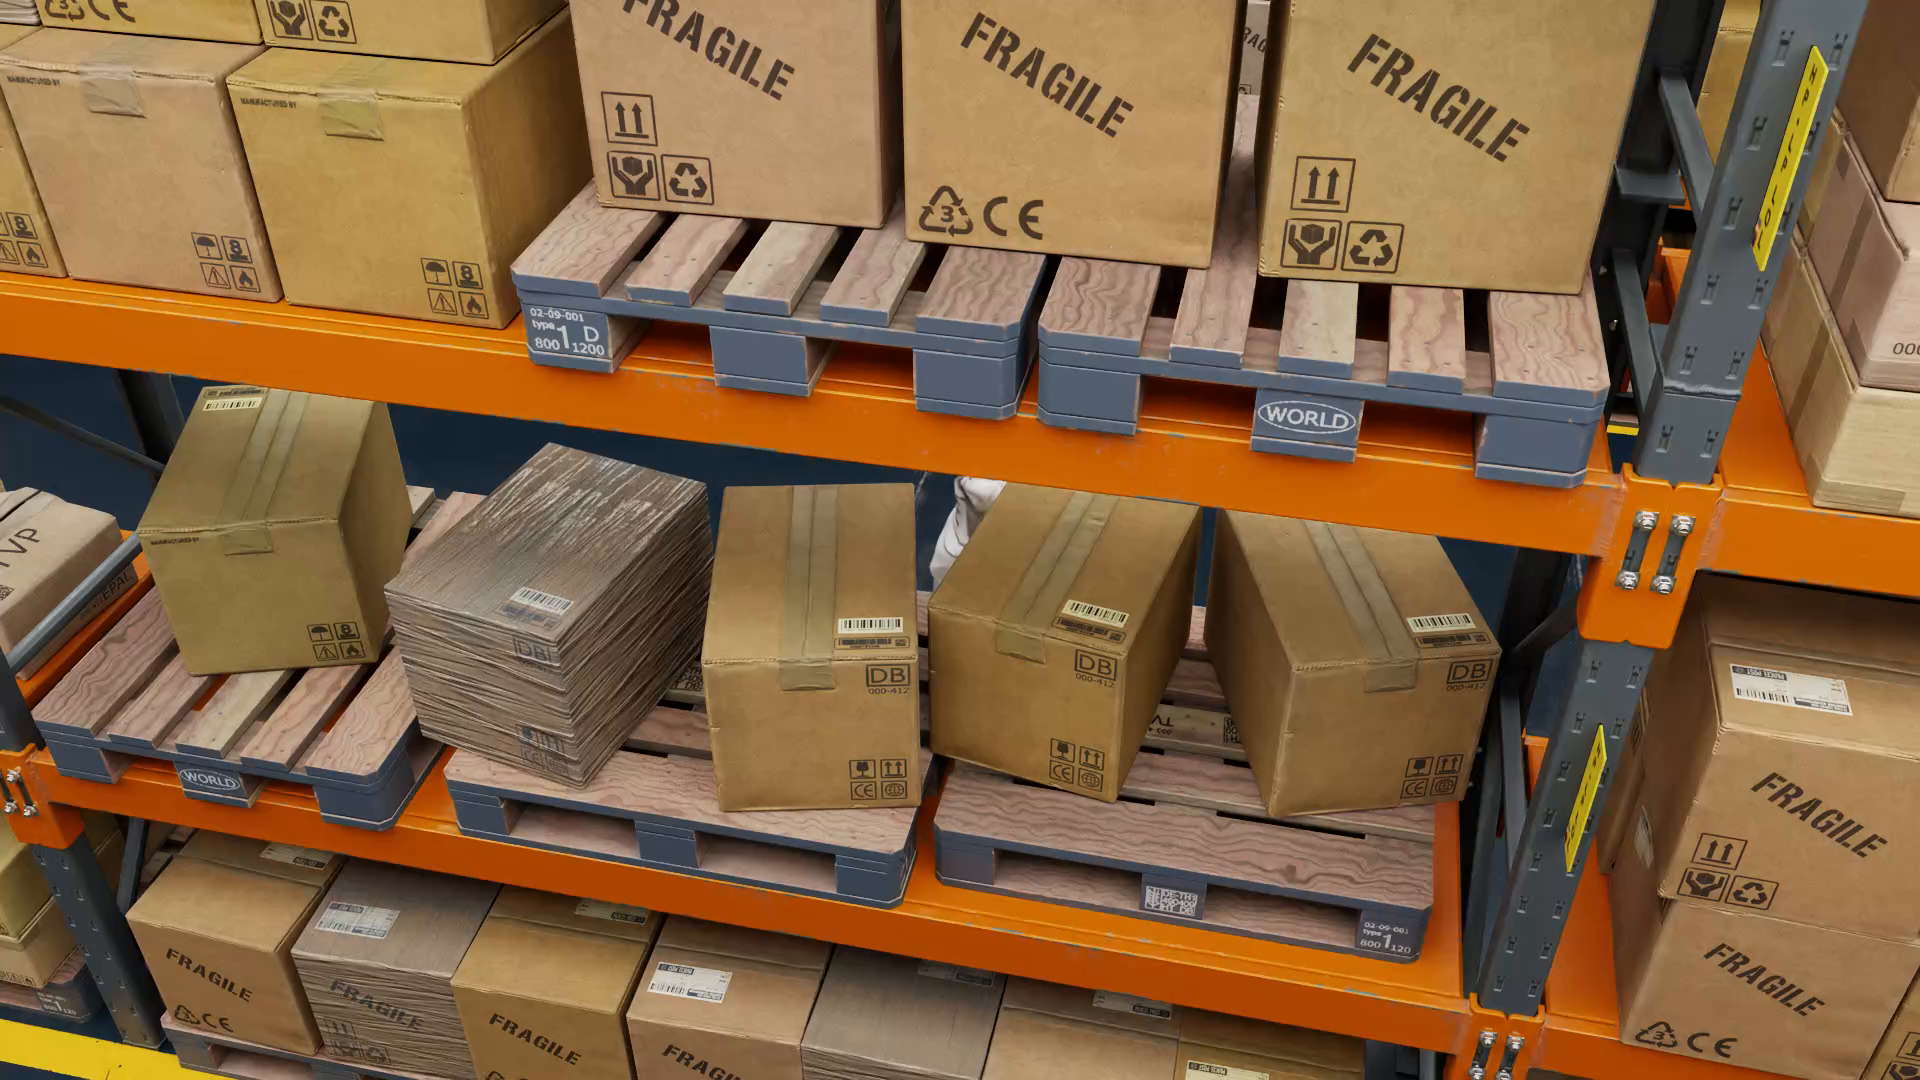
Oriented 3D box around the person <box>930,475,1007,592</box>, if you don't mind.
[{"bbox_3d":[0.182,0.128,5.989,0.560,1.660,0.452,8,37,10],"label":"person"}]
